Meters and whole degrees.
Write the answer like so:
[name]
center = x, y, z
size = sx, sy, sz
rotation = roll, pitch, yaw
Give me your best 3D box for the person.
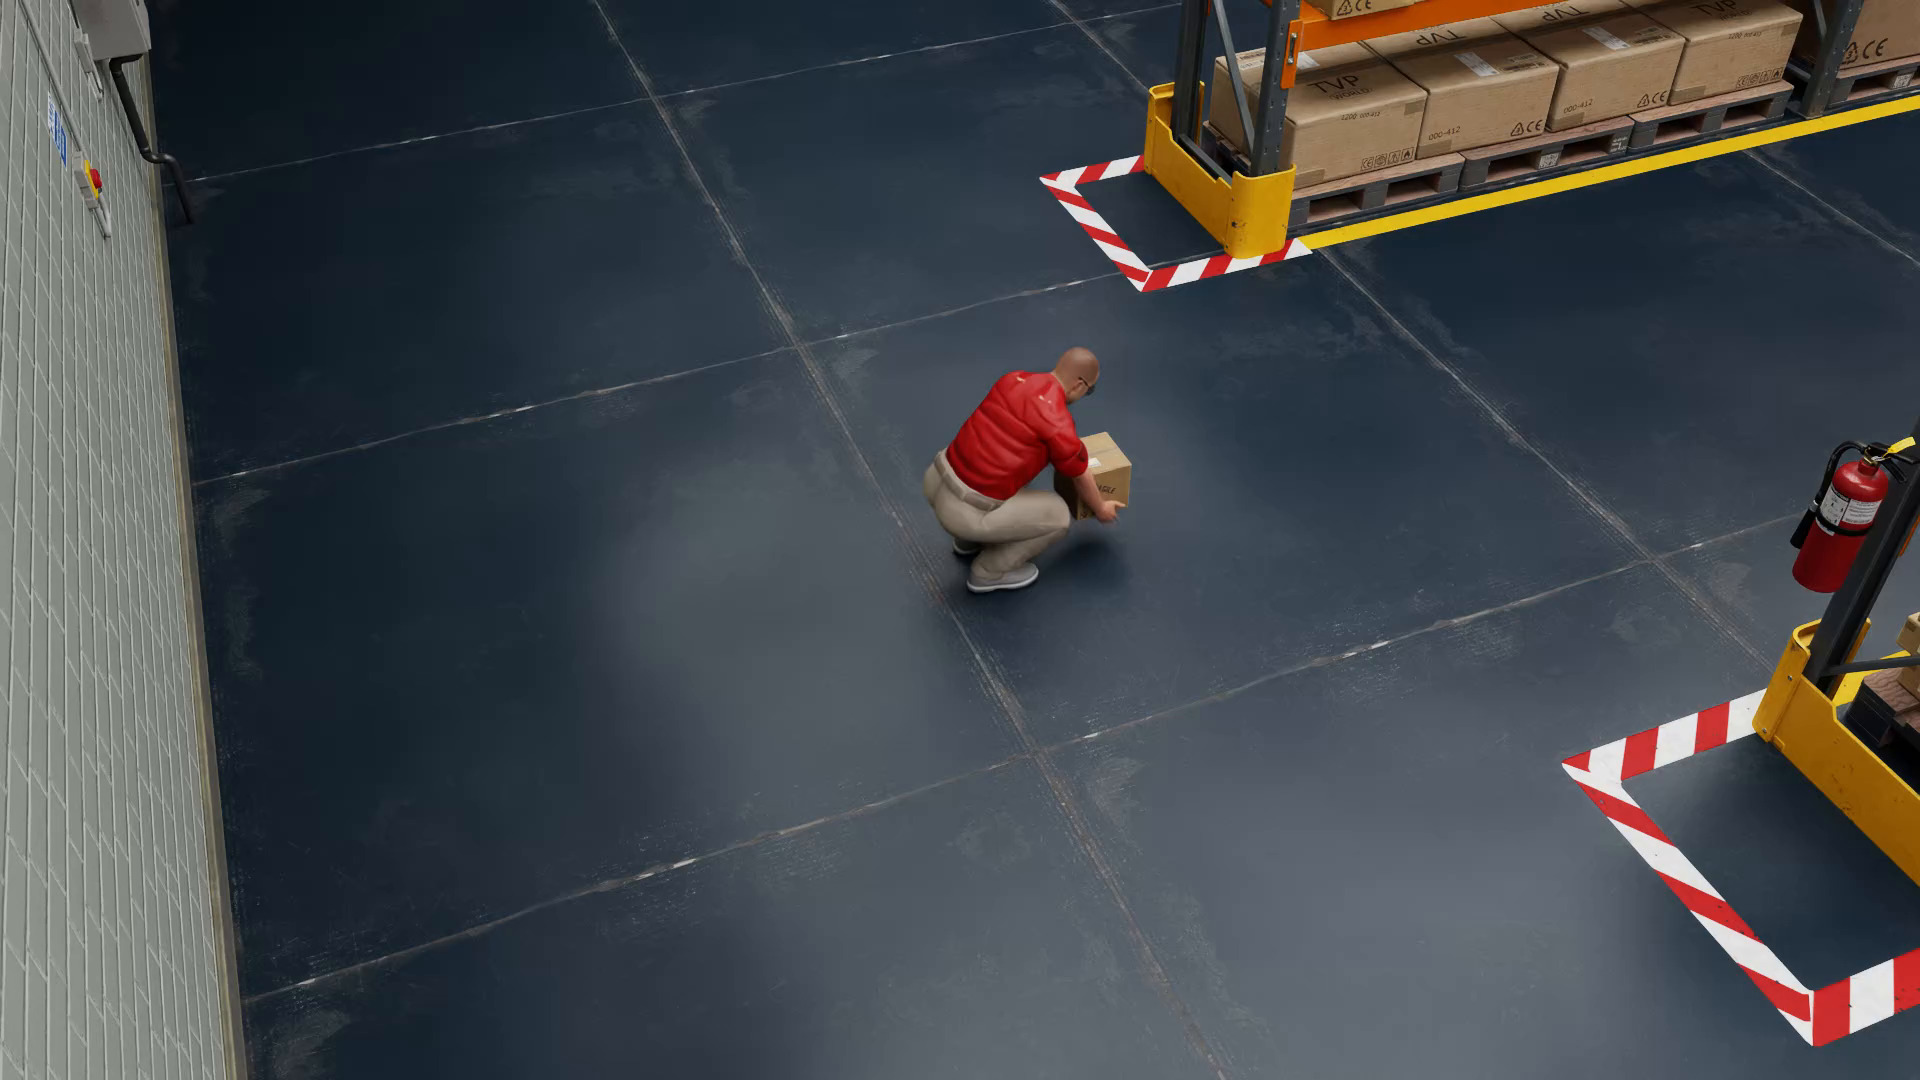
[person]
center = 0.266, -0.310, 7.099
size = 0.882, 0.981, 0.539
rotation = -16, 44, -17
